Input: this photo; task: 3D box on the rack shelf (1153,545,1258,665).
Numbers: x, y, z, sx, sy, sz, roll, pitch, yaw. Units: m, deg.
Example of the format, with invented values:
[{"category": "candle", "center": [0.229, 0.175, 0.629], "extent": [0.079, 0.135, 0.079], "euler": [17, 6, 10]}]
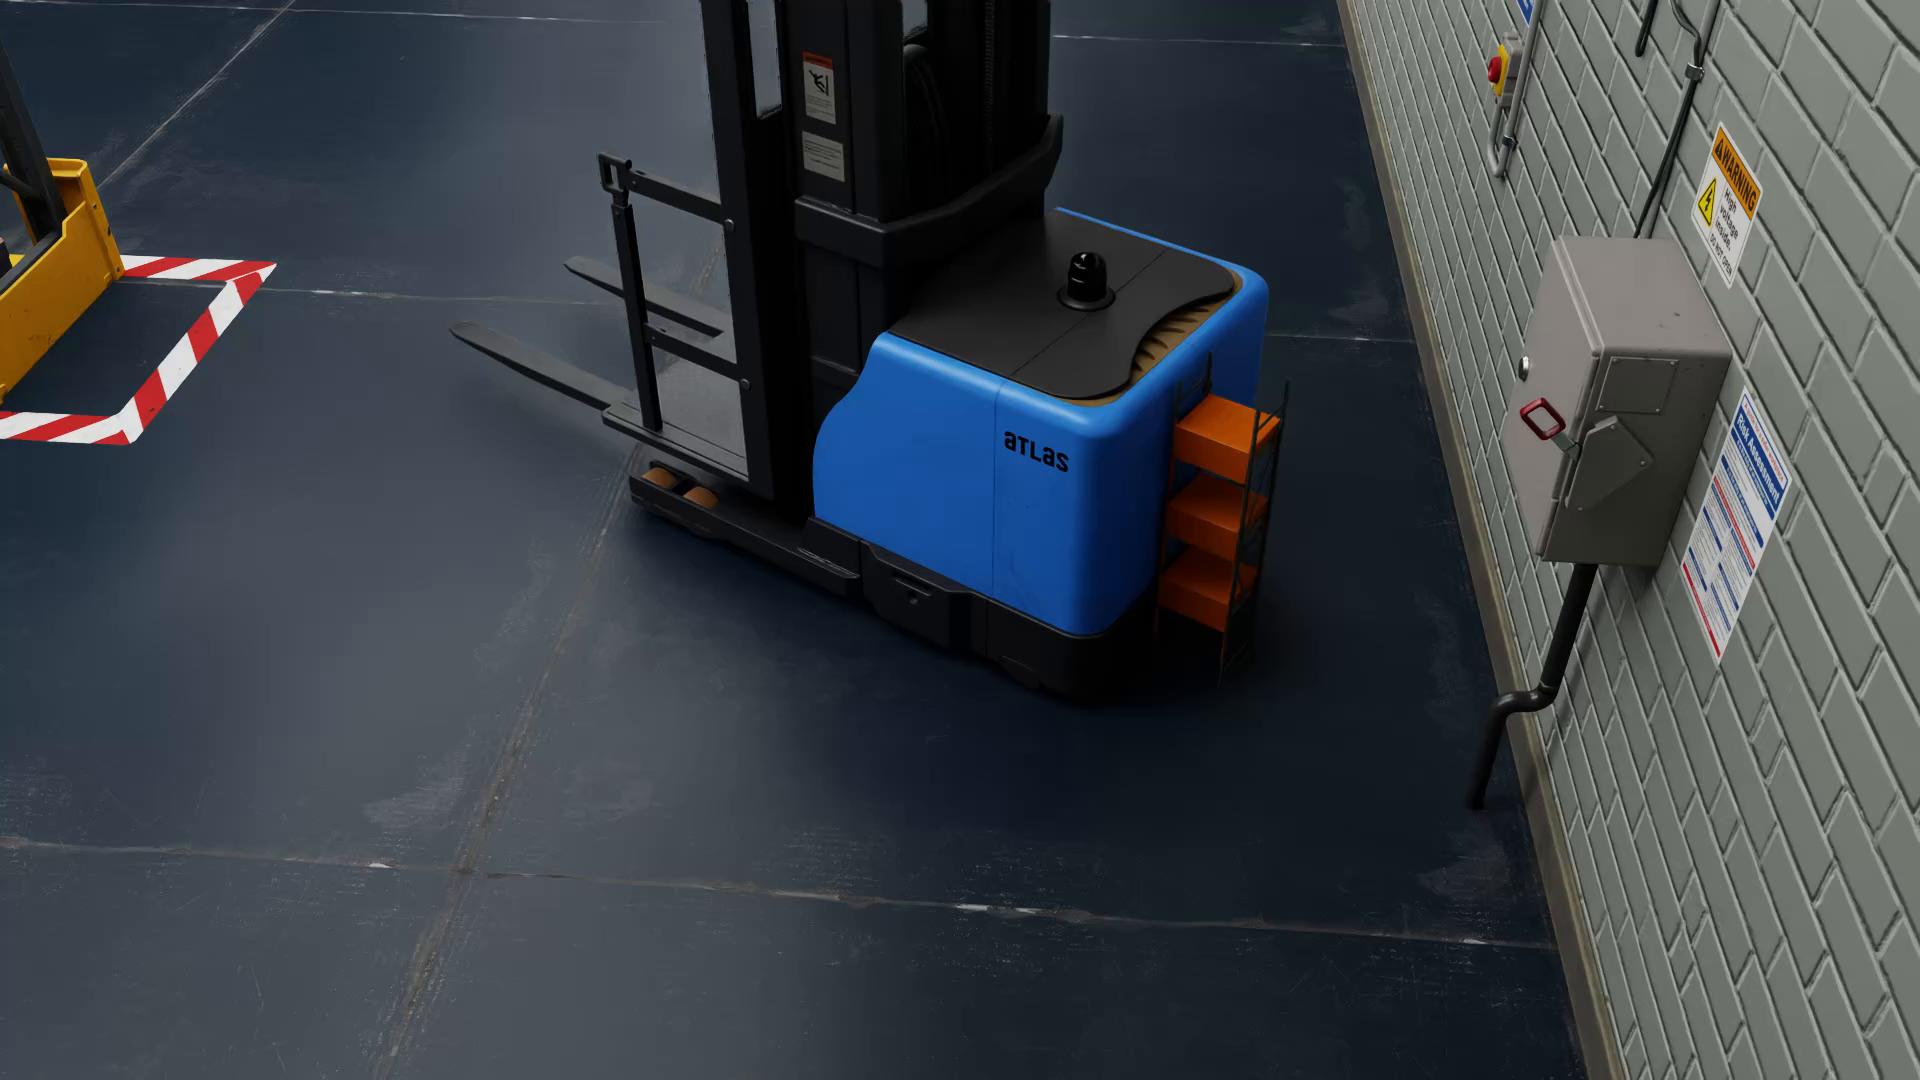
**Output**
[{"category": "rack shelf", "center": [0.763, 0.188, 5.144], "extent": [0.240, 0.259, 0.215], "euler": [24, 45, 27]}]

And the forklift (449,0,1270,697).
[{"category": "forklift", "center": [-0.541, -1.400, 5.148], "extent": [3.031, 2.935, 1.130], "euler": [24, 45, 27]}]

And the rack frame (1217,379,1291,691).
[{"category": "rack frame", "center": [0.863, 0.009, 4.907], "extent": [0.008, 1.050, 0.200], "euler": [24, 45, 27]}]

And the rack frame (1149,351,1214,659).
[{"category": "rack frame", "center": [0.663, -0.080, 5.016], "extent": [0.008, 1.050, 0.200], "euler": [24, 45, 27]}]

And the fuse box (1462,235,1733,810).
[{"category": "fuse box", "center": [1.453, 0.112, 4.257], "extent": [0.414, 1.711, 0.539], "euler": [3, 39, 4]}]

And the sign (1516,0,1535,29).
[{"category": "sign", "center": [1.845, -1.833, 5.411], "extent": [0.001, 0.218, 0.327], "euler": [3, 39, 4]}]

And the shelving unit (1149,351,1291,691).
[{"category": "shelving unit", "center": [0.763, -0.036, 4.962], "extent": [0.252, 1.050, 0.215], "euler": [24, 45, 27]}]

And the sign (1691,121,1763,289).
[{"category": "sign", "center": [1.664, -0.731, 3.618], "extent": [0.001, 0.242, 0.339], "euler": [3, 39, 4]}]

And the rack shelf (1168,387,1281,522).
[{"category": "rack shelf", "center": [0.763, -0.247, 4.789], "extent": [0.240, 0.259, 0.215], "euler": [24, 45, 27]}]

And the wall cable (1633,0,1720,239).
[{"category": "wall cable", "center": [1.669, -1.202, 4.046], "extent": [0.122, 1.984, 0.588], "euler": [3, 39, 4]}]

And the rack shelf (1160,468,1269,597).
[{"category": "rack shelf", "center": [0.763, -0.027, 4.969], "extent": [0.240, 0.259, 0.215], "euler": [24, 45, 27]}]

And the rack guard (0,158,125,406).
[{"category": "rack guard", "center": [-3.816, -1.023, 6.610], "extent": [0.348, 0.500, 1.175], "euler": [3, 39, 4]}]

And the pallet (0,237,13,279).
[{"category": "pallet", "center": [-4.643, -0.906, 6.696], "extent": [1.213, 0.211, 1.003], "euler": [3, 39, 4]}]

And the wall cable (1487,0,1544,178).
[{"category": "wall cable", "center": [1.780, -2.107, 5.133], "extent": [0.123, 1.953, 0.585], "euler": [3, 39, 4]}]

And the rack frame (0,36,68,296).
[{"category": "rack frame", "center": [-3.840, -1.993, 5.823], "extent": [0.127, 3.000, 1.000], "euler": [3, 39, 4]}]

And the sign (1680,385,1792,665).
[{"category": "sign", "center": [1.617, -0.029, 3.485], "extent": [0.001, 0.494, 0.329], "euler": [3, 39, 4]}]
